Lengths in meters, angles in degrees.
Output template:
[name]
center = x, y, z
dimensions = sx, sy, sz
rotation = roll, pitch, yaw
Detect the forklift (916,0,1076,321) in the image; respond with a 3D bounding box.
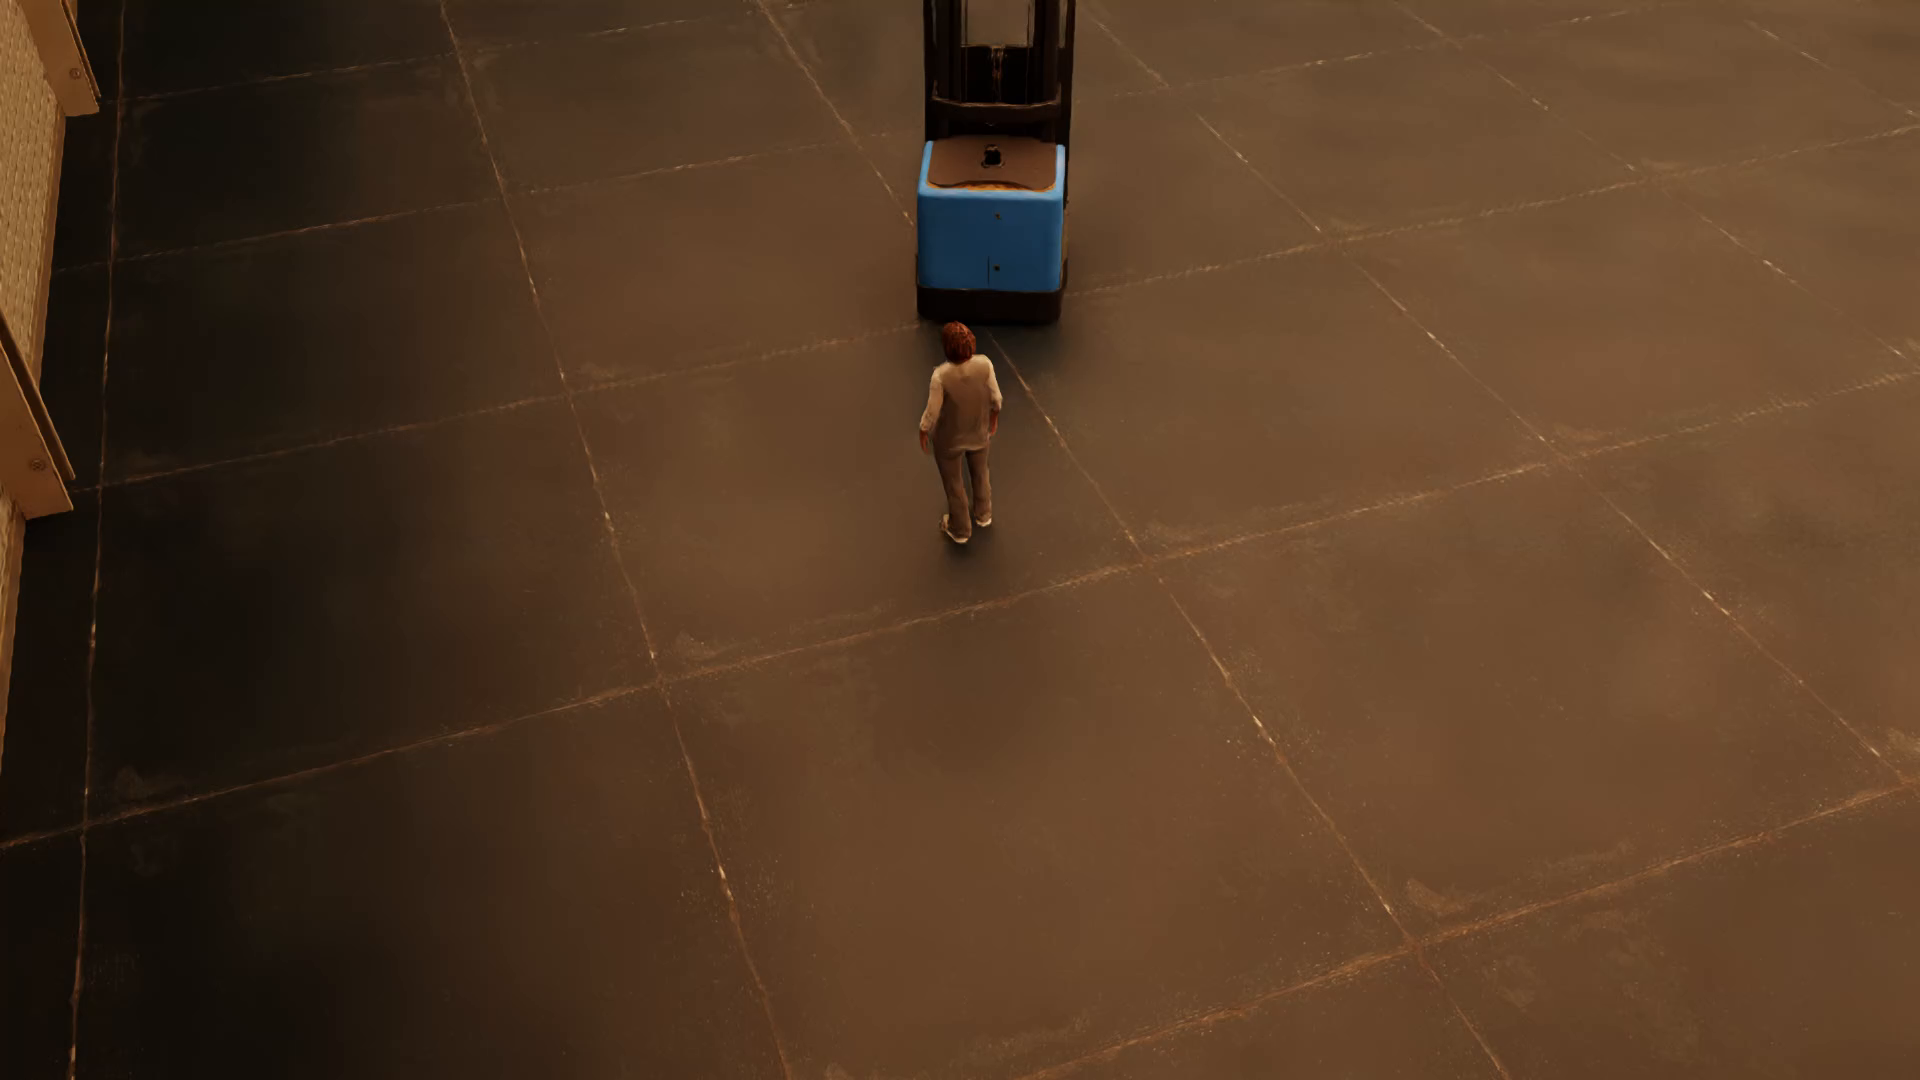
[forklift]
center = 0.299, -3.646, 12.339
dimensions = 1.130, 2.935, 3.031
rotation = 2, 40, 3

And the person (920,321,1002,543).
[person]
center = -0.013, -0.665, 9.815
dimensions = 0.521, 1.597, 0.474
rotation = -13, 42, -15
